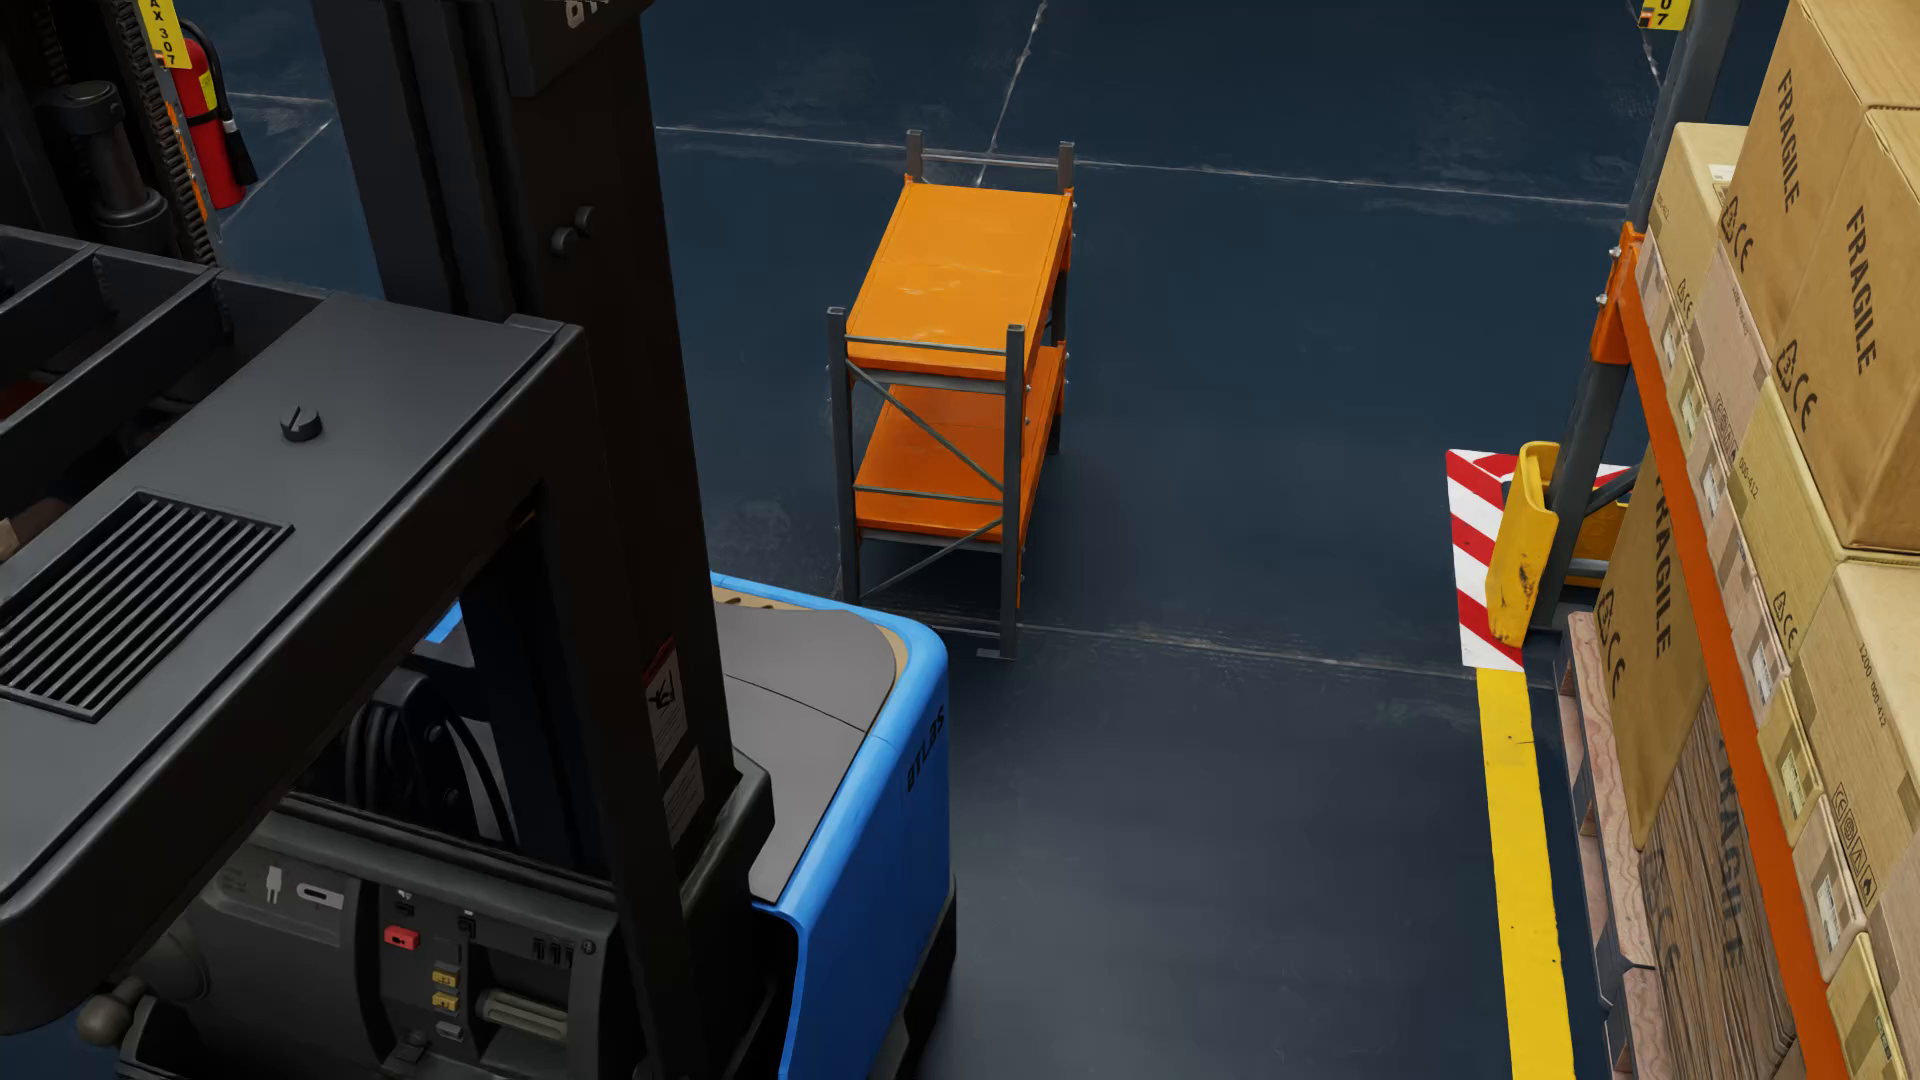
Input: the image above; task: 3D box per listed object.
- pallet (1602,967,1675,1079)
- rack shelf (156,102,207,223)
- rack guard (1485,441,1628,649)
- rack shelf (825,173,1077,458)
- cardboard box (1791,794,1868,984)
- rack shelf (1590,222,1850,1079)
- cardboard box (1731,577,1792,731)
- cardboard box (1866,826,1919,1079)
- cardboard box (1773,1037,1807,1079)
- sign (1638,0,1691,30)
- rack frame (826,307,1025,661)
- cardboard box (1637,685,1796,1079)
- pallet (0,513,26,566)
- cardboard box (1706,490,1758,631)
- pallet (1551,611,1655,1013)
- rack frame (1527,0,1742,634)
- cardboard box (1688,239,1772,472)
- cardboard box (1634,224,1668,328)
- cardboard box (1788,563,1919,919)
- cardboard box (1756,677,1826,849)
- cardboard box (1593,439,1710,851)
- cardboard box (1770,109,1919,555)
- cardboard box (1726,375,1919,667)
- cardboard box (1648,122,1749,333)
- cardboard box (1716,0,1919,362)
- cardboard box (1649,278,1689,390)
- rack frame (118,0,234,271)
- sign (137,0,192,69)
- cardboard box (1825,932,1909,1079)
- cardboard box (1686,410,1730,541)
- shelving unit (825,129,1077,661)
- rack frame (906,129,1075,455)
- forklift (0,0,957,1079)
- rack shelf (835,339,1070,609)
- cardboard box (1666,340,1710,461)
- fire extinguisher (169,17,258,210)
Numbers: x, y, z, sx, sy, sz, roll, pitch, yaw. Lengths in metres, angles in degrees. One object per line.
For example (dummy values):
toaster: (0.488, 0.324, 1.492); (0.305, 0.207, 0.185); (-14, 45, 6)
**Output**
pallet: (1.886, 1.472, 3.303); (1.003, 0.211, 1.213); (6, 40, 8)
rack shelf: (-3.064, 0.110, 3.327); (1.077, 0.370, 4.000); (6, 40, 8)
rack guard: (2.165, 0.072, 4.770); (1.175, 0.500, 0.348); (6, 40, 8)
rack shelf: (0.001, -0.663, 4.710); (0.538, 0.278, 1.000); (6, 40, 8)
cardboard box: (1.466, 0.537, 2.443); (0.380, 0.149, 0.250); (7, 40, 8)
rack shelf: (1.815, 0.656, 2.667); (1.077, 0.370, 4.000); (6, 40, 8)
cardboard box: (1.554, 0.214, 2.834); (0.380, 0.149, 0.250); (6, 40, 7)
cardboard box: (1.462, 0.626, 2.023); (0.500, 0.250, 0.500); (7, 40, 9)
cardboard box: (1.817, 1.321, 2.636); (0.875, 0.875, 0.875); (6, 40, 8)
sign: (1.615, -1.305, 3.733); (0.100, 0.325, 0.005); (6, 40, 8)
rack frame: (-0.087, -0.119, 4.511); (0.500, 1.125, 0.032); (6, 40, 8)
cardboard box: (1.971, 0.763, 3.312); (0.875, 0.875, 0.875); (6, 40, 8)
pallet: (-2.899, 0.166, 4.884); (1.003, 0.211, 1.213); (6, 40, 8)
cardboard box: (1.598, 0.052, 3.030); (0.380, 0.149, 0.250); (6, 40, 7)
pallet: (2.099, 0.709, 4.227); (1.003, 0.211, 1.213); (6, 40, 8)
rack frame: (2.161, -0.876, 3.956); (1.000, 3.000, 0.127); (6, 40, 8)
cardboard box: (1.728, -0.334, 3.185); (0.500, 0.250, 0.500); (6, 40, 7)
cardboard box: (1.774, -0.593, 3.810); (0.380, 0.149, 0.250); (7, 40, 8)
cardboard box: (1.553, 0.308, 2.407); (0.500, 0.250, 0.500); (6, 40, 7)
cardboard box: (1.509, 0.373, 2.642); (0.380, 0.149, 0.250); (5, 40, 7)
cardboard box: (2.129, 0.191, 4.002); (0.875, 0.875, 0.875); (6, 40, 8)
cardboard box: (1.641, -0.311, 2.568); (0.500, 0.500, 0.500); (5, 40, 6)
cardboard box: (1.638, -0.020, 2.804); (0.500, 0.250, 0.500); (5, 40, 6)
cardboard box: (1.812, -0.661, 3.580); (0.500, 0.250, 0.500); (5, 40, 6)
cardboard box: (1.725, -0.637, 2.962); (0.500, 0.500, 0.500); (5, 40, 7)
cardboard box: (1.731, -0.432, 3.615); (0.380, 0.149, 0.250); (6, 40, 7)
rack frame: (-2.718, -1.422, 4.616); (1.000, 3.000, 0.127); (6, 40, 8)
sign: (-2.173, -1.435, 4.503); (0.100, 0.325, 0.005); (6, 40, 8)
cardboard box: (1.421, 0.697, 2.250); (0.380, 0.149, 0.250); (6, 40, 7)
cardboard box: (1.643, -0.107, 3.223); (0.380, 0.149, 0.250); (6, 40, 7)
shelving unit: (0.001, -0.438, 4.897); (0.538, 1.125, 1.048); (6, 40, 8)
rack frame: (0.089, -0.757, 5.283); (0.500, 1.125, 0.032); (6, 40, 8)
forklift: (-0.971, 0.658, 2.154); (1.130, 2.935, 3.031); (12, 41, 15)
rack shelf: (0.001, -0.249, 5.053); (0.538, 0.278, 1.000); (6, 40, 8)
cardboard box: (1.687, -0.271, 3.421); (0.380, 0.149, 0.250); (6, 40, 7)
fire extinguisher: (-2.244, -1.293, 4.813); (0.296, 0.674, 0.183); (6, 40, 8)
